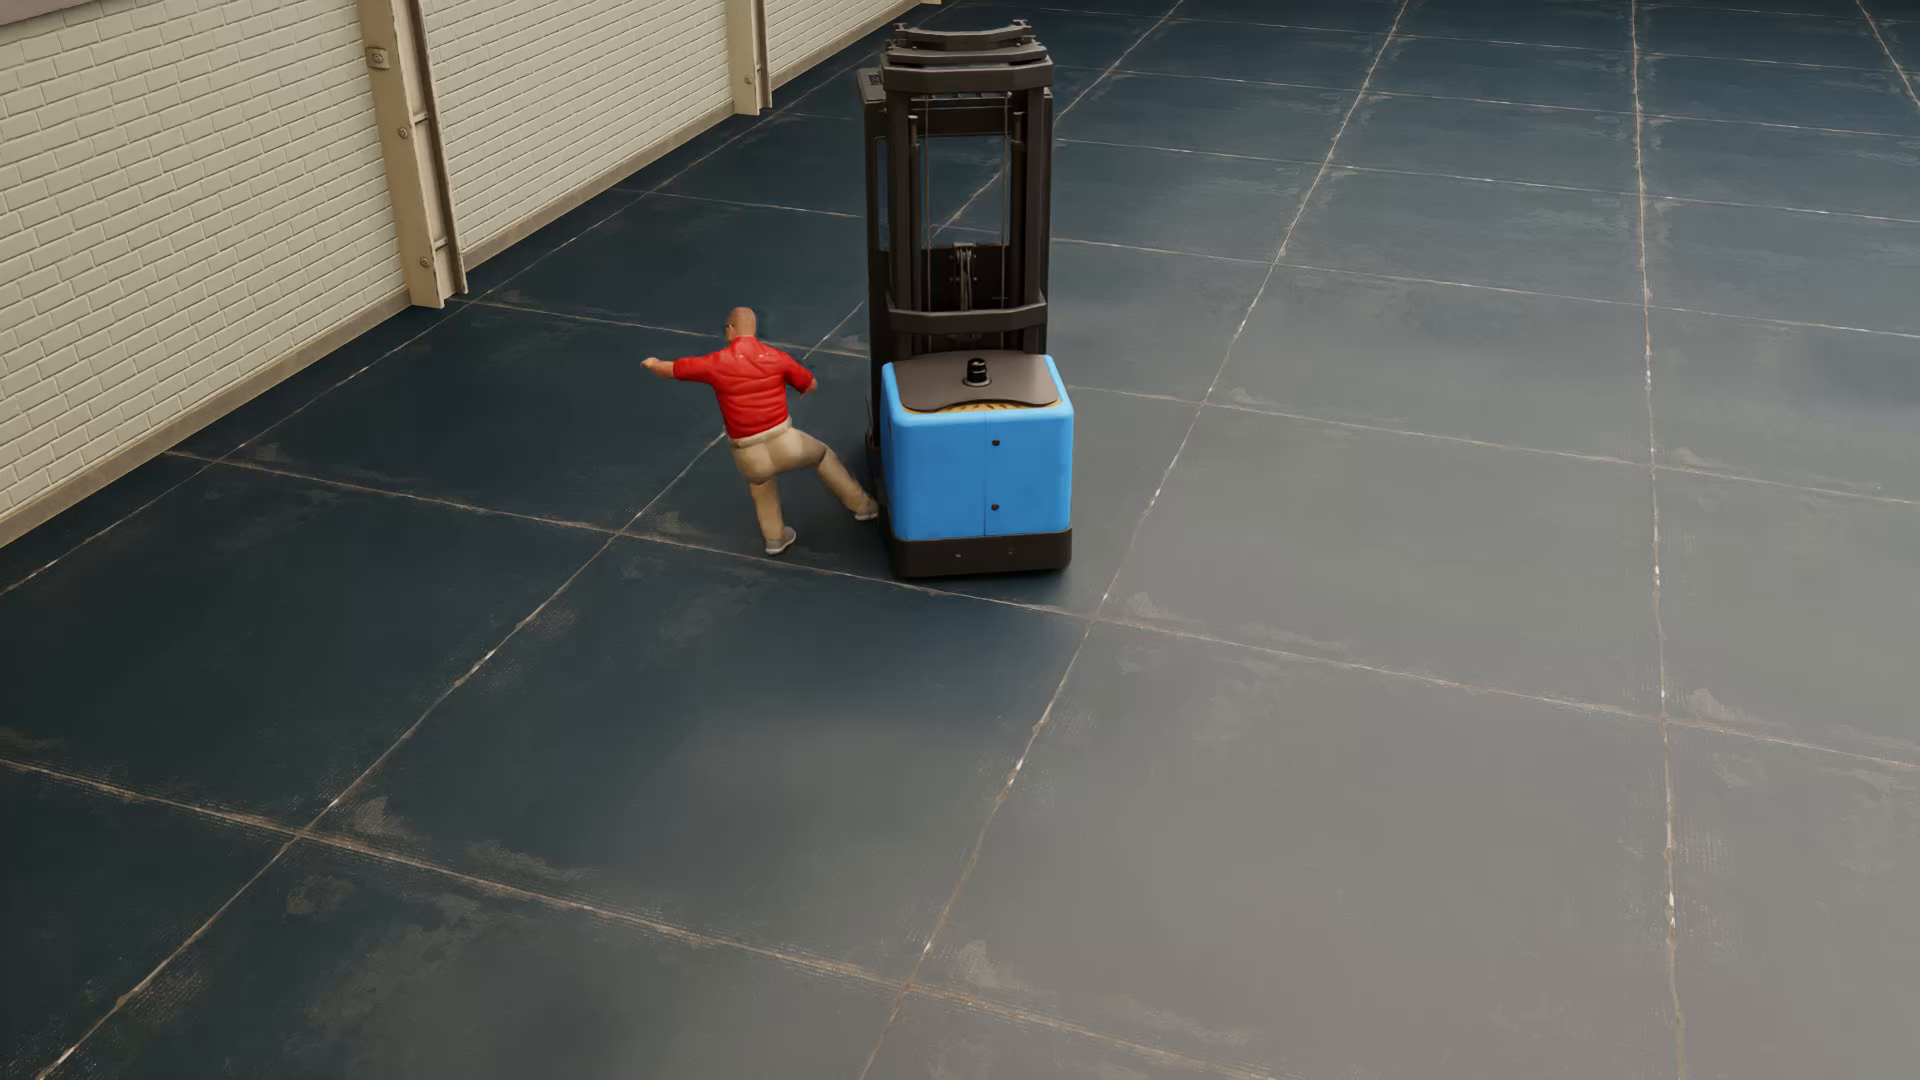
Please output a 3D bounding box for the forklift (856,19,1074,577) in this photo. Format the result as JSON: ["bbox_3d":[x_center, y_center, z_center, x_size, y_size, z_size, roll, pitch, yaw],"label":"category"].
[{"bbox_3d":[-0.039,-1.764,10.232,1.130,2.935,3.031,-3,30,-6],"label":"forklift"}]

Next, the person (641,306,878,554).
[{"bbox_3d":[-1.097,-0.698,9.850,1.441,1.478,0.852,-8,31,-13],"label":"person"}]
